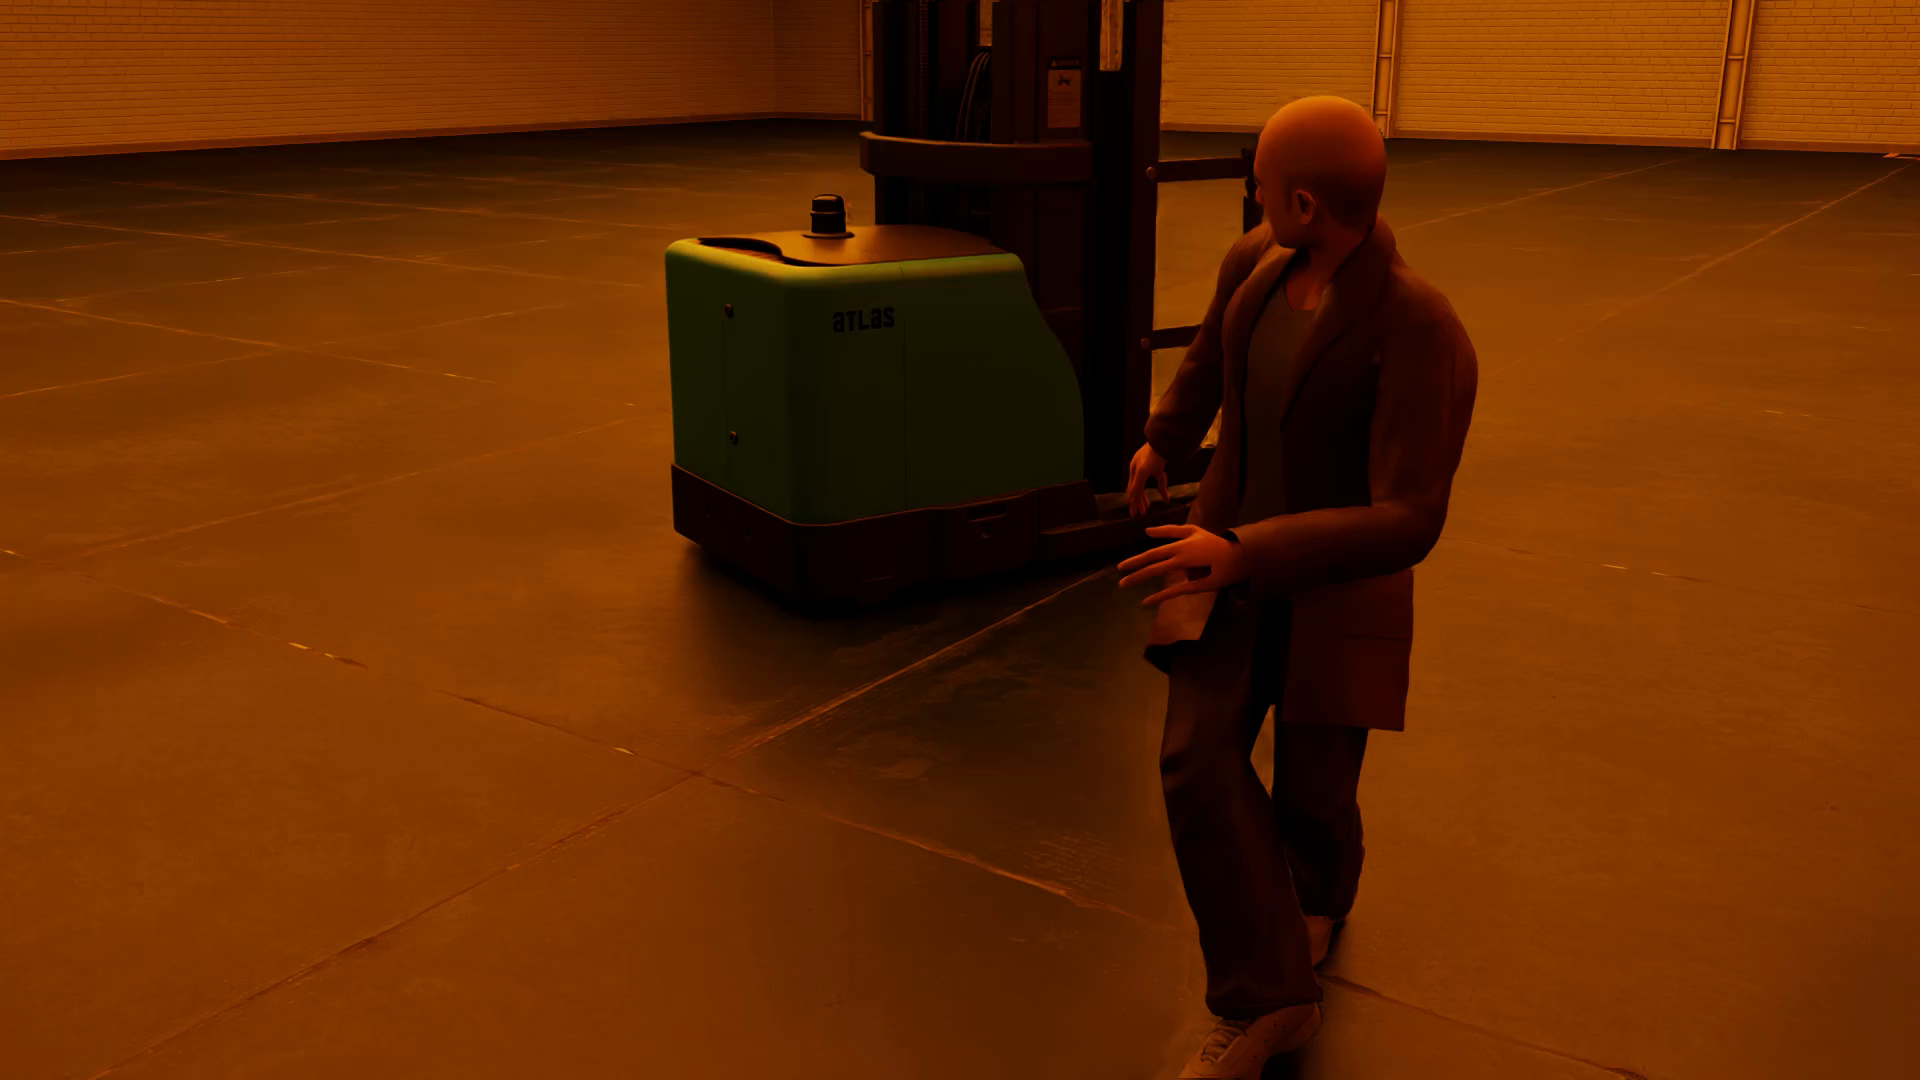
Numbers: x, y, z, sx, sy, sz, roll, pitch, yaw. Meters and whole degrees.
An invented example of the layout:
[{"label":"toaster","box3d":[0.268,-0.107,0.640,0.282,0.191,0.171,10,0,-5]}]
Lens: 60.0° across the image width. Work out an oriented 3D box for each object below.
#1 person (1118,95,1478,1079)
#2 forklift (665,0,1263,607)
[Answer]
[{"label":"person","box3d":[0.476,0.070,2.913,0.830,1.644,0.866,14,21,38]},{"label":"forklift","box3d":[0.510,-1.500,5.849,3.031,2.935,1.130,-11,20,-32]}]
